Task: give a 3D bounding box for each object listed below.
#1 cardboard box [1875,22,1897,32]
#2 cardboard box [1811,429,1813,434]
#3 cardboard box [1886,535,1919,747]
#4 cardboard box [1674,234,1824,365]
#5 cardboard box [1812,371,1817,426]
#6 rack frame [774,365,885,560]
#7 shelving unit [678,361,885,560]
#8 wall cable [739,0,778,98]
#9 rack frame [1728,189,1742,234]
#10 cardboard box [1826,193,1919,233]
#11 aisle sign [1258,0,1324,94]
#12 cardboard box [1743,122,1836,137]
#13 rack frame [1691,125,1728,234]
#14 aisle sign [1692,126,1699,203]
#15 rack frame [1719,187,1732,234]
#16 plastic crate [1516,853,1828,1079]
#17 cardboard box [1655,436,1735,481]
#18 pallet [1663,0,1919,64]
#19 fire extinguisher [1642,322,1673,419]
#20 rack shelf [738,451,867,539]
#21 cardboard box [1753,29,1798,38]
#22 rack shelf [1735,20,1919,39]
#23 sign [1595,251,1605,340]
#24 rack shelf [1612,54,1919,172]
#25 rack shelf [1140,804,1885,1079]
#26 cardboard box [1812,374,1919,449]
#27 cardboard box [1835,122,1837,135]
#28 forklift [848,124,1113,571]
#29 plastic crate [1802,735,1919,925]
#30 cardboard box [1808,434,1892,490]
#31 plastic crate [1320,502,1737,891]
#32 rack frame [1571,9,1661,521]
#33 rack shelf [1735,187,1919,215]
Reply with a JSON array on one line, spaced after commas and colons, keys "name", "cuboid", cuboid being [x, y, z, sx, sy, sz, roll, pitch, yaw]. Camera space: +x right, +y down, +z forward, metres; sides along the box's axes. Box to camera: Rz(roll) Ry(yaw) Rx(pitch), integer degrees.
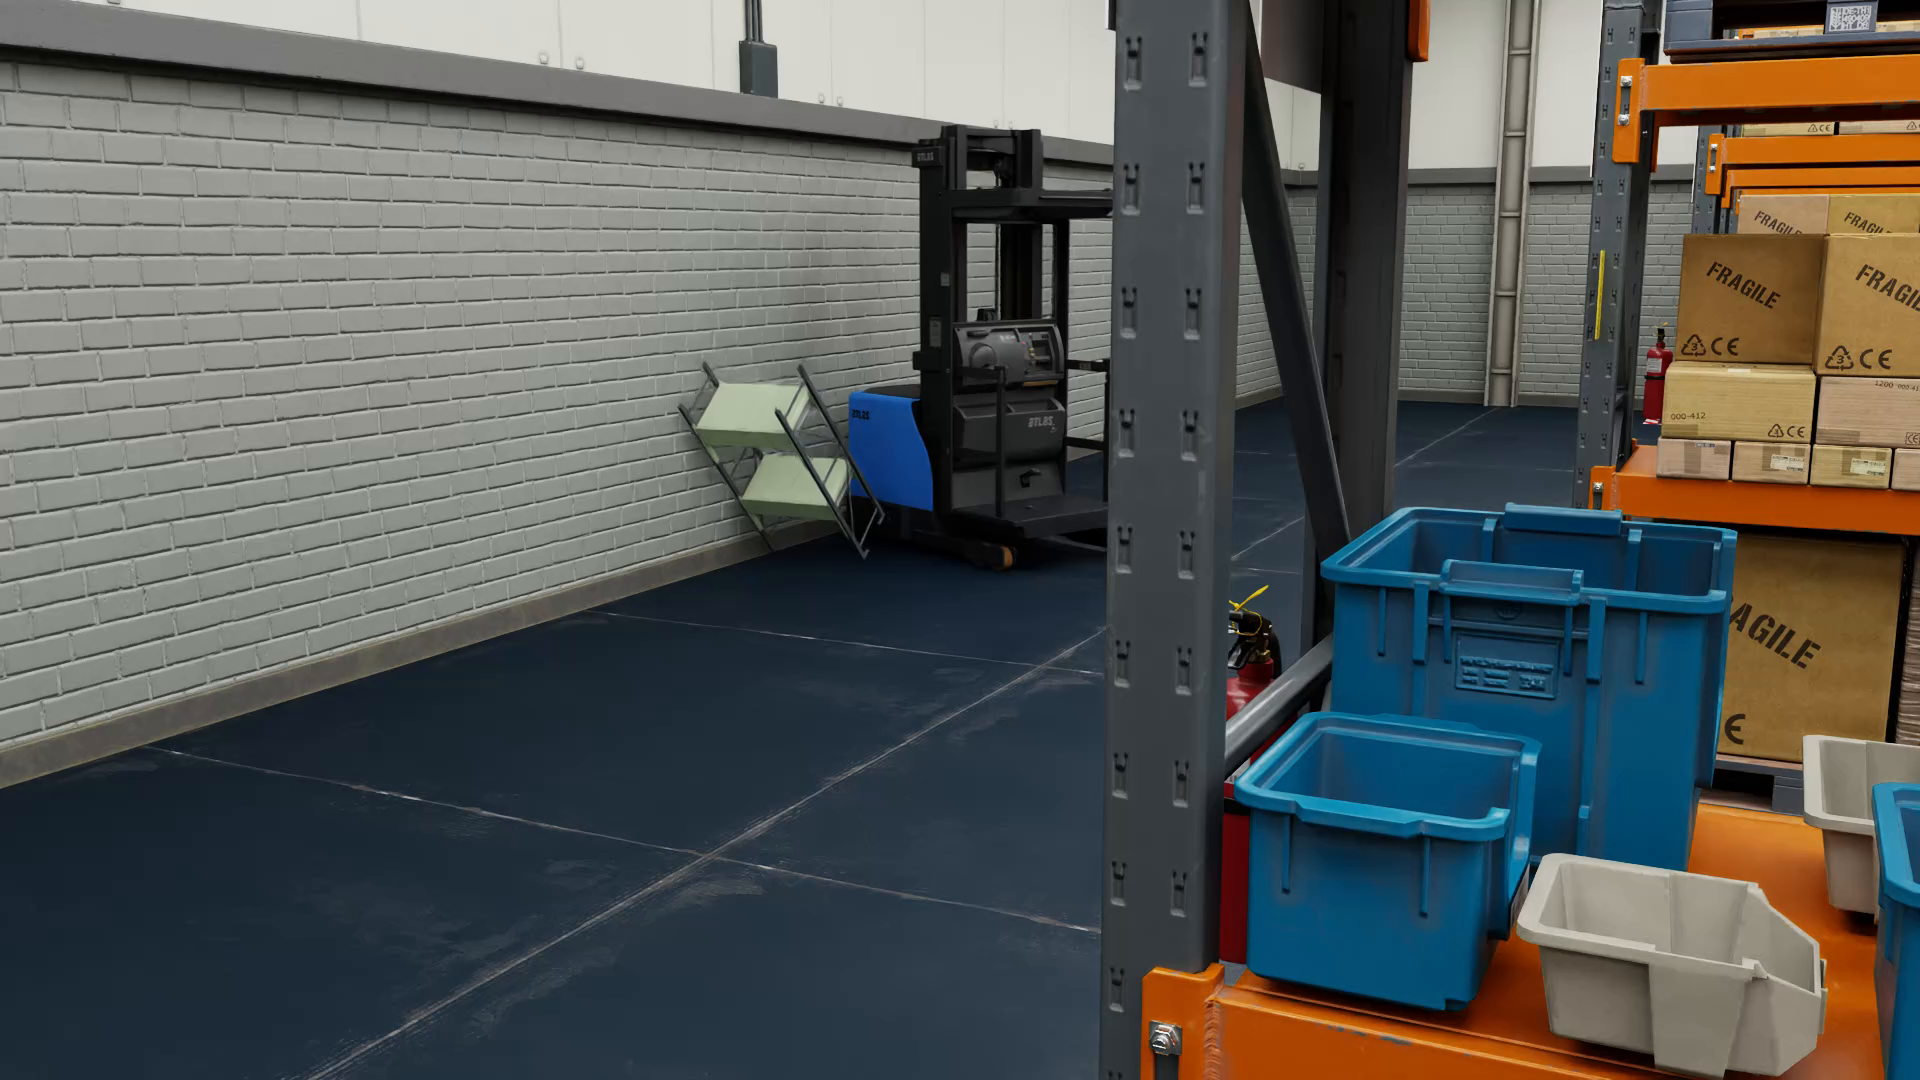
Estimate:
[{"name": "cardboard box", "cuboid": [5.542, -3.046, 10.115, 0.250, 0.149, 0.380, 5, 11, 26]}, {"name": "cardboard box", "cuboid": [3.560, -0.396, 6.702, 0.250, 0.149, 0.380, 5, 11, 26]}, {"name": "cardboard box", "cuboid": [4.061, 0.413, 6.314, 0.875, 0.875, 0.875, 5, 11, 26]}, {"name": "cardboard box", "cuboid": [3.189, -0.981, 6.707, 0.500, 0.500, 0.500, 5, 11, 27]}, {"name": "cardboard box", "cuboid": [3.642, -0.572, 6.556, 0.500, 0.250, 0.500, 5, 11, 25]}, {"name": "rack frame", "cuboid": [-0.831, -0.482, 10.872, 0.023, 1.500, 0.400, 5, 54, 27]}, {"name": "shelving unit", "cuboid": [-1.156, -0.509, 11.039, 0.755, 1.500, 0.431, 5, 54, 27]}, {"name": "wall cable", "cuboid": [-0.910, -6.067, 11.450, 0.120, 5.999, 2.277, 5, 11, 26]}, {"name": "rack frame", "cuboid": [9.213, -2.911, 19.894, 0.127, 3.000, 1.000, 5, 11, 26]}, {"name": "cardboard box", "cuboid": [5.661, -1.891, 10.332, 0.500, 0.500, 0.500, 5, 12, 27]}, {"name": "aisle sign", "cuboid": [0.509, -1.076, 2.455, 0.004, 0.787, 0.394, 5, 11, 26]}, {"name": "cardboard box", "cuboid": [5.210, -2.646, 10.425, 0.500, 0.250, 0.500, 5, 12, 28]}, {"name": "rack frame", "cuboid": [4.921, -1.320, 11.100, 0.127, 3.000, 1.000, 5, 11, 26]}, {"name": "aisle sign", "cuboid": [4.723, -2.557, 10.635, 0.004, 0.787, 0.394, 5, 11, 26]}, {"name": "rack frame", "cuboid": [7.020, -2.118, 15.512, 0.127, 3.000, 1.000, 5, 11, 26]}, {"name": "plastic crate", "cuboid": [0.771, 0.466, 1.804, 0.298, 0.136, 0.250, 5, 11, 26]}, {"name": "cardboard box", "cuboid": [2.808, -0.331, 6.344, 0.250, 0.149, 0.380, 5, 11, 26]}, {"name": "pallet", "cuboid": [3.305, -1.911, 6.194, 1.213, 0.211, 1.003, 5, 11, 26]}, {"name": "fire extinguisher", "cuboid": [4.899, -1.192, 11.657, 0.183, 0.674, 0.296, 5, 11, 26]}, {"name": "rack shelf", "cuboid": [-1.053, -0.308, 11.274, 0.720, 0.370, 0.431, 5, 54, 27]}, {"name": "cardboard box", "cuboid": [5.111, -3.102, 10.424, 0.250, 0.149, 0.380, 5, 11, 25]}, {"name": "rack shelf", "cuboid": [8.814, -4.362, 14.207, 4.000, 0.370, 1.077, 5, 11, 26]}, {"name": "sign", "cuboid": [2.385, -0.912, 6.196, 0.005, 0.325, 0.100, 5, 11, 26]}, {"name": "rack shelf", "cuboid": [4.429, -1.500, 5.693, 4.000, 0.370, 1.077, 5, 11, 26]}, {"name": "rack shelf", "cuboid": [2.238, 0.767, 1.589, 4.000, 0.370, 1.077, 5, 11, 26]}, {"name": "cardboard box", "cuboid": [3.416, -0.487, 6.086, 0.500, 0.250, 0.500, 5, 11, 25]}, {"name": "cardboard box", "cuboid": [5.446, -2.728, 10.881, 0.500, 0.250, 0.500, 5, 11, 25]}, {"name": "forklift", "cuboid": [0.484, -1.334, 11.373, 1.130, 2.935, 3.031, -8, 13, -38]}, {"name": "plastic crate", "cuboid": [1.255, 0.391, 2.219, 0.243, 0.136, 0.396, 5, 11, 26]}, {"name": "cardboard box", "cuboid": [3.268, -0.291, 6.122, 0.250, 0.149, 0.380, 5, 11, 24]}, {"name": "plastic crate", "cuboid": [0.827, 0.205, 2.407, 0.499, 0.435, 0.616, 5, 11, 26]}, {"name": "rack frame", "cuboid": [2.636, -0.536, 6.767, 0.127, 3.000, 1.000, 5, 11, 26]}, {"name": "rack shelf", "cuboid": [11.007, -3.876, 18.820, 4.000, 0.370, 1.077, 5, 11, 26]}]
